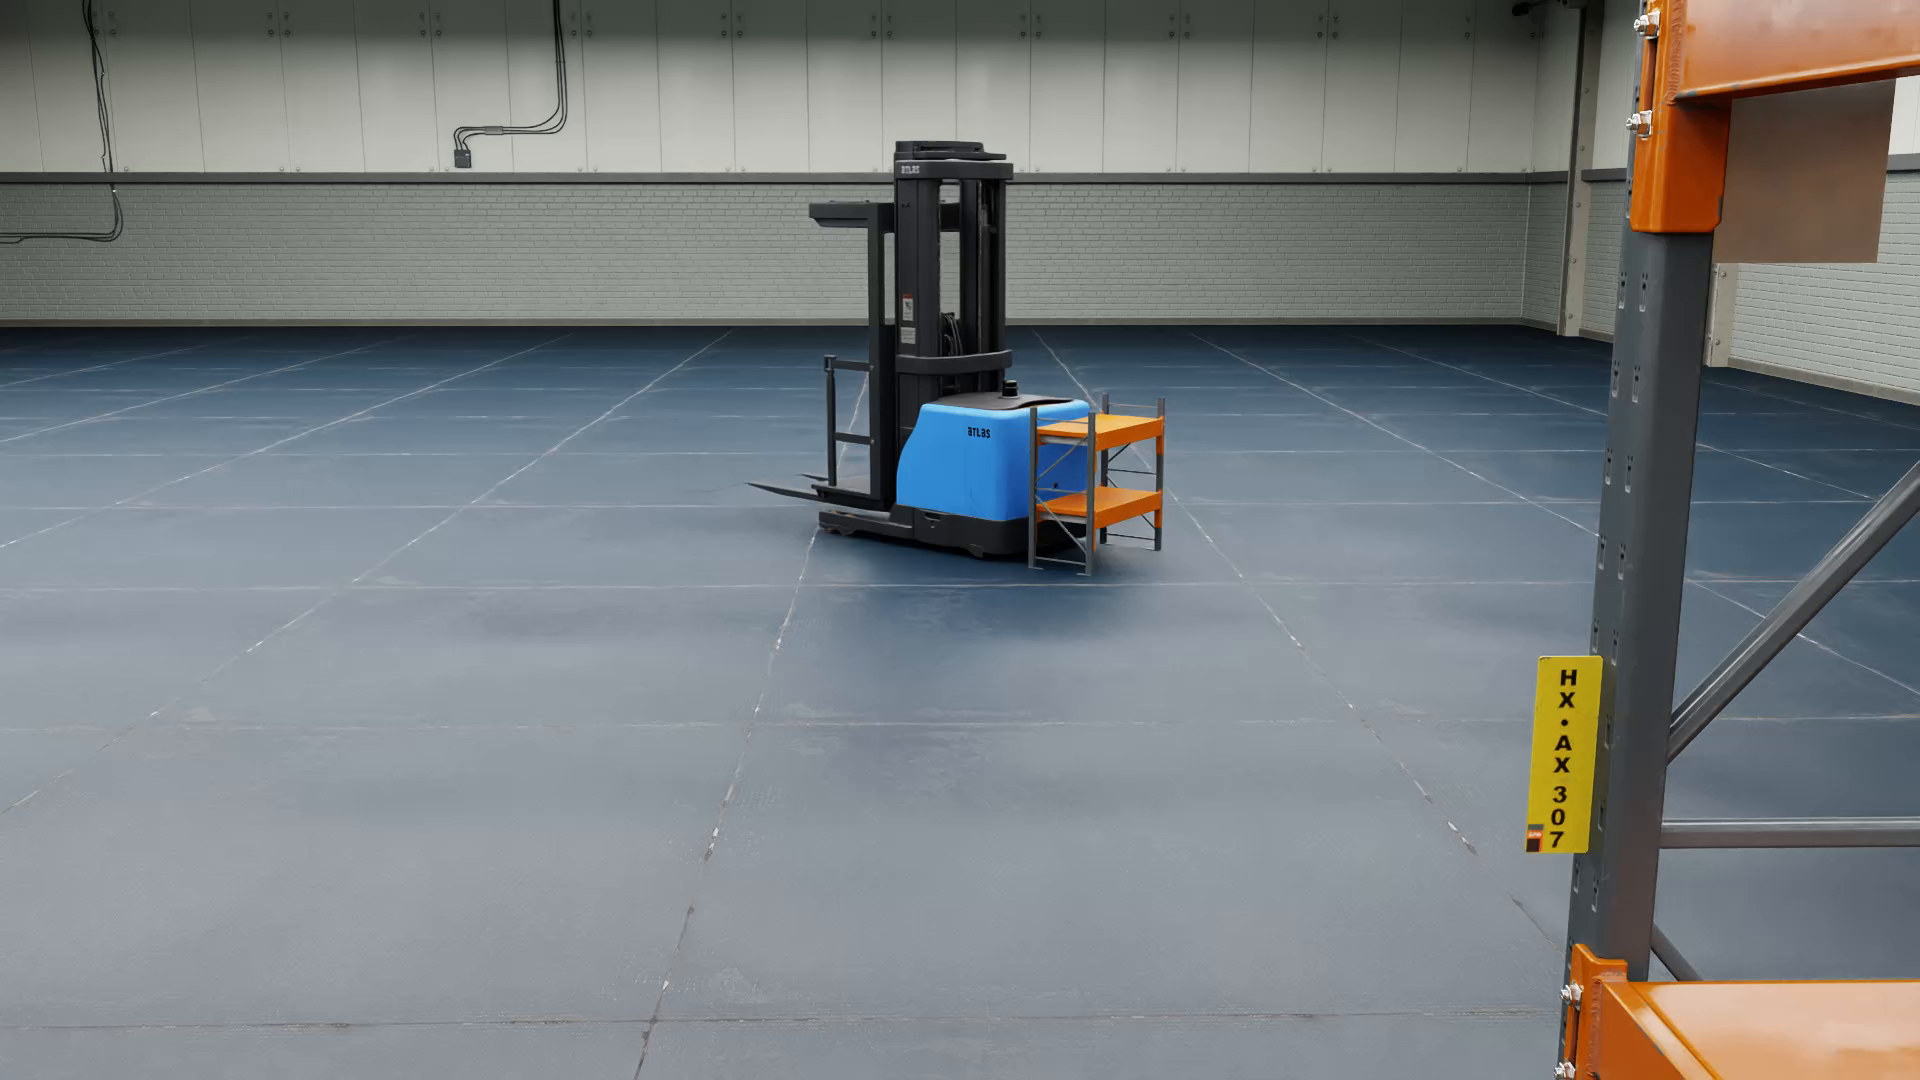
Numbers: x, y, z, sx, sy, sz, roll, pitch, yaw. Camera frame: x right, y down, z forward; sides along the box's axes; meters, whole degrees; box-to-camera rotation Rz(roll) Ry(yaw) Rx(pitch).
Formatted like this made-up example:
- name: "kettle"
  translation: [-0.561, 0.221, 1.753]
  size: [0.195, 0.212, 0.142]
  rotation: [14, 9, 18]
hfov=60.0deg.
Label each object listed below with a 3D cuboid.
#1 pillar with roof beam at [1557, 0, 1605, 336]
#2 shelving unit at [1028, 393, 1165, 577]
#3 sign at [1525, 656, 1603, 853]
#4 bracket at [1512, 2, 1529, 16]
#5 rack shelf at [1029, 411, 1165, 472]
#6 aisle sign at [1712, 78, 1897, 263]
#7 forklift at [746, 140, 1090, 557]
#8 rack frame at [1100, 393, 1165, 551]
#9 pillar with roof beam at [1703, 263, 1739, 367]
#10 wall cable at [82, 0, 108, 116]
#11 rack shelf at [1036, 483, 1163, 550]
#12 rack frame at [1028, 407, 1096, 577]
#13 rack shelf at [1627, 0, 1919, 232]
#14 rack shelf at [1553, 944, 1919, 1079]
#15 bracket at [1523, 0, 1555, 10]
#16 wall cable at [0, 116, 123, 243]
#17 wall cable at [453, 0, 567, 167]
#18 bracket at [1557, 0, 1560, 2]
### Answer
- name: "pillar with roof beam"
  translation: [7.367, -8.315, 30.913]
  size: [9.100, 9.000, 0.548]
  rotation: [0, 11, -1]
- name: "shelving unit"
  translation: [0.976, -0.415, 11.775]
  size: [0.538, 1.125, 1.048]
  rotation: [8, 14, 33]
- name: "sign"
  translation: [0.956, 0.342, 2.635]
  size: [0.100, 0.325, 0.005]
  rotation: [0, 11, -1]
- name: "bracket"
  translation: [11.258, -10.649, 33.363]
  size: [0.235, 0.232, 0.430]
  rotation: [0, 11, -1]
- name: "rack shelf"
  translation: [0.976, -0.702, 11.716]
  size: [0.538, 0.278, 1.000]
  rotation: [8, 14, 33]
- name: "aisle sign"
  translation: [1.212, -0.811, 2.475]
  size: [0.394, 0.787, 0.004]
  rotation: [0, 11, -1]
- name: "forklift"
  translation: [-0.450, -1.537, 12.766]
  size: [3.031, 2.935, 1.130]
  rotation: [11, 16, 42]
- name: "rack frame"
  translation: [1.260, -0.499, 12.188]
  size: [0.500, 1.125, 0.032]
  rotation: [8, 14, 33]
- name: "pillar with roof beam"
  translation: [7.491, -7.122, 25.034]
  size: [9.100, 9.000, 0.400]
  rotation: [0, 11, -1]
- name: "wall cable"
  translation: [-15.857, -9.759, 33.137]
  size: [3.097, 2.526, 0.112]
  rotation: [0, 11, -1]
- name: "rack shelf"
  translation: [0.976, -0.175, 11.823]
  size: [0.538, 0.278, 1.000]
  rotation: [8, 14, 33]
- name: "rack frame"
  translation: [0.693, -0.331, 11.361]
  size: [0.500, 1.125, 0.032]
  rotation: [8, 14, 33]
- name: "rack shelf"
  translation: [1.548, -0.244, 0.483]
  size: [1.077, 0.370, 4.000]
  rotation: [0, 11, -1]
- name: "rack shelf"
  translation: [1.548, 1.226, 0.781]
  size: [1.077, 0.370, 4.000]
  rotation: [0, 11, -1]
- name: "bracket"
  translation: [11.270, -10.532, 32.785]
  size: [0.076, 0.066, 3.189]
  rotation: [0, 11, -1]
- name: "wall cable"
  translation: [-18.561, -7.273, 33.584]
  size: [3.097, 2.526, 0.112]
  rotation: [0, 11, -1]
- name: "wall cable"
  translation: [-9.070, -10.497, 33.114]
  size: [2.305, 6.003, 0.169]
  rotation: [0, 11, -1]
- name: "bracket"
  translation: [11.307, -10.178, 31.041]
  size: [0.235, 0.232, 0.430]
  rotation: [0, 11, -1]
